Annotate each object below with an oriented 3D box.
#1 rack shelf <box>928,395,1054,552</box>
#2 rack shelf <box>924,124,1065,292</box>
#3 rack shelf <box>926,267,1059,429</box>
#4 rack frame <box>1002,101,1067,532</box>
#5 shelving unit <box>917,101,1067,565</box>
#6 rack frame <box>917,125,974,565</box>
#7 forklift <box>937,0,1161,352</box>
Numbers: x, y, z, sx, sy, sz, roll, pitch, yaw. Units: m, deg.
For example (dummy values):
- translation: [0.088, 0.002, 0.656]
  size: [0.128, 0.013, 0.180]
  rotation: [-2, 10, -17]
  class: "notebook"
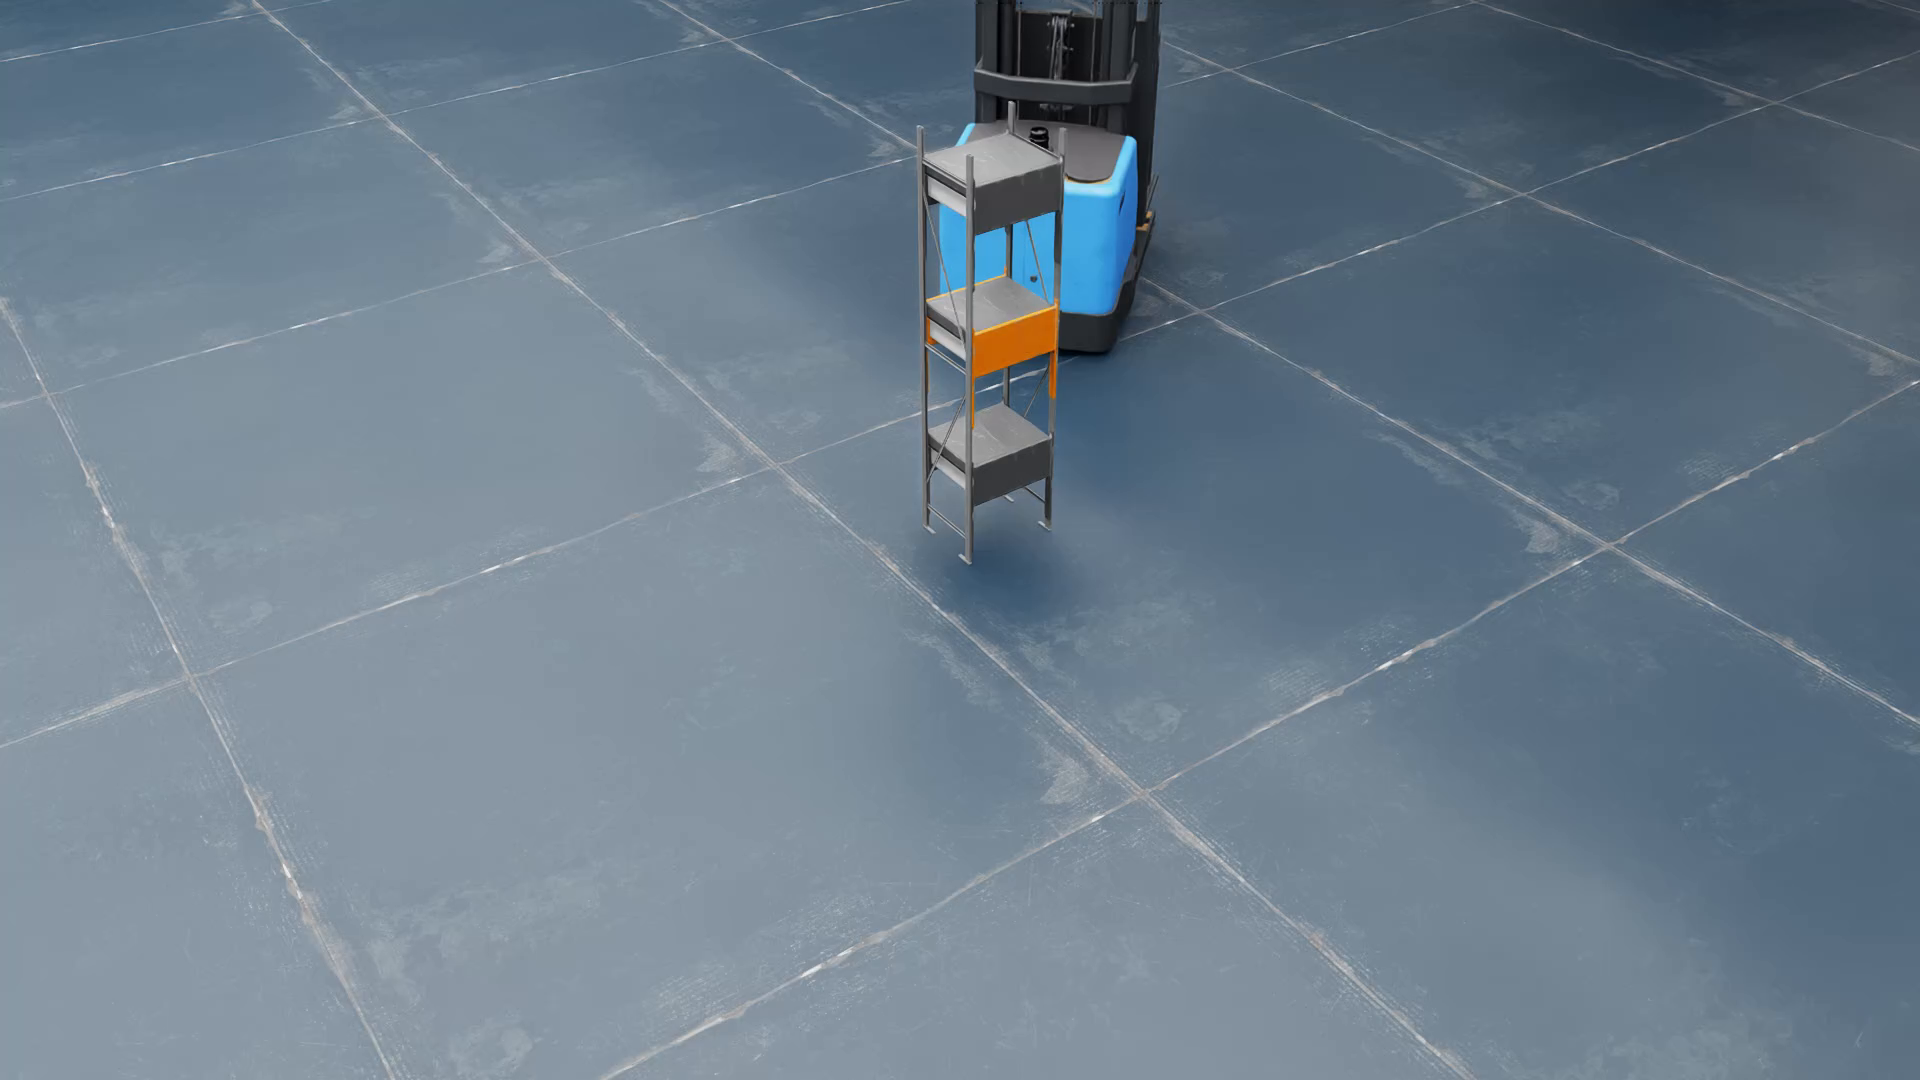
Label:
- translation: [0.135, -0.329, 8.131]
  size: [0.480, 0.518, 0.431]
  rotation: [-22, 41, -28]
  class: "rack shelf"
- translation: [0.135, -1.465, 7.314]
  size: [0.480, 0.518, 0.431]
  rotation: [-22, 41, -28]
  class: "rack shelf"
- translation: [0.135, -0.897, 7.722]
  size: [0.480, 0.518, 0.431]
  rotation: [-22, 41, -28]
  class: "rack shelf"
- translation: [0.335, -0.990, 7.828]
  size: [0.015, 2.100, 0.400]
  rotation: [-22, 41, -28]
  class: "rack frame"
- translation: [0.135, -0.908, 7.714]
  size: [0.503, 2.100, 0.431]
  rotation: [-22, 41, -28]
  class: "shelving unit"
- translation: [-0.064, -0.826, 7.600]
  size: [0.015, 2.100, 0.400]
  rotation: [-22, 41, -28]
  class: "rack frame"
- translation: [0.686, -3.138, 10.102]
  size: [1.130, 2.935, 3.031]
  rotation: [7, 36, 10]
  class: "forklift"
